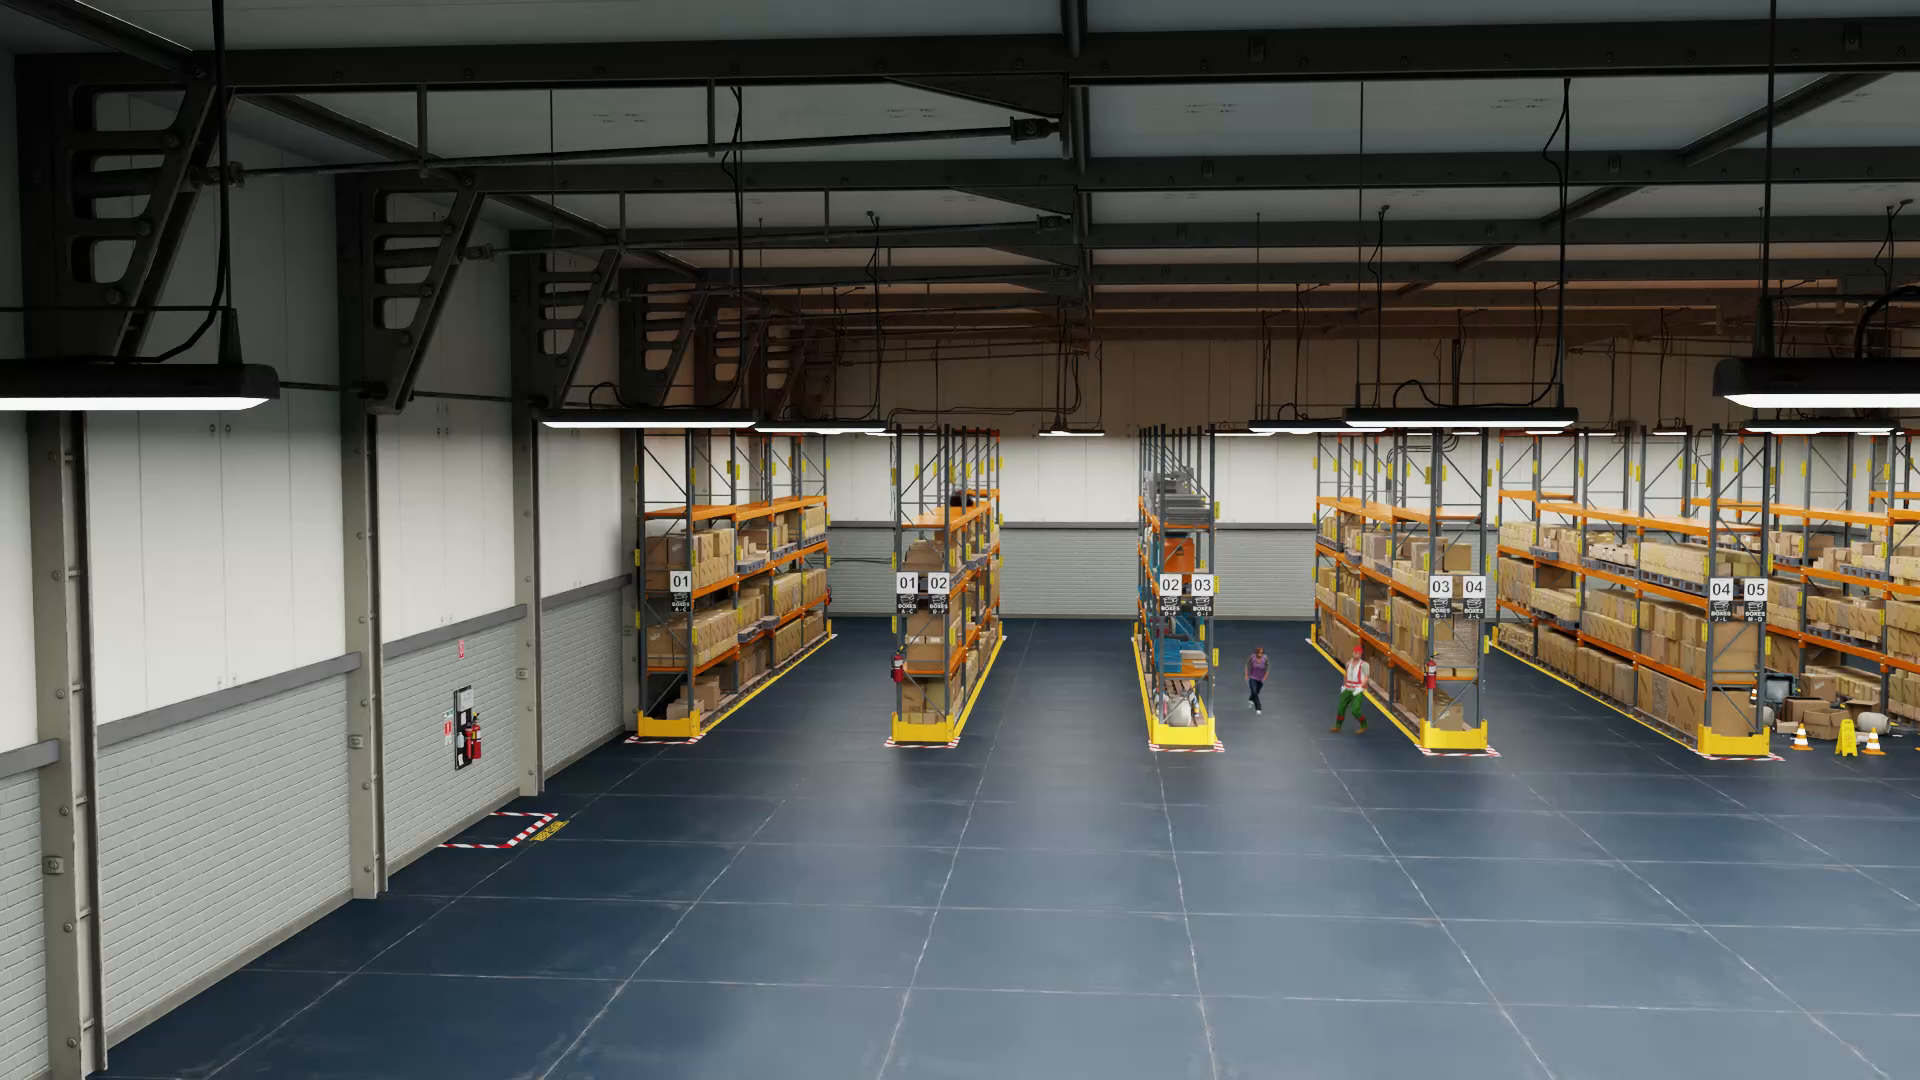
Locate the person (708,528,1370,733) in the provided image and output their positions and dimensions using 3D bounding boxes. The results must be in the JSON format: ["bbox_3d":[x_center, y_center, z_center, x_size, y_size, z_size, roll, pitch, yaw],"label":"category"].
[{"bbox_3d":[1.212,1.764,33.719,7.279,3.796,11.973,-3,5,-44],"label":"person"}]

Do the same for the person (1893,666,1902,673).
[{"bbox_3d":[21.842,2.653,38.636,0.601,1.460,0.773,-1,4,-19],"label":"person"}]

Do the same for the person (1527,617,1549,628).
[{"bbox_3d":[16.557,2.004,47.559,0.788,1.700,0.406,-1,4,-16],"label":"person"}]

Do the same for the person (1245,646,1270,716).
[{"bbox_3d":[6.178,2.948,34.654,0.521,1.331,0.981,0,3,3],"label":"person"}]
